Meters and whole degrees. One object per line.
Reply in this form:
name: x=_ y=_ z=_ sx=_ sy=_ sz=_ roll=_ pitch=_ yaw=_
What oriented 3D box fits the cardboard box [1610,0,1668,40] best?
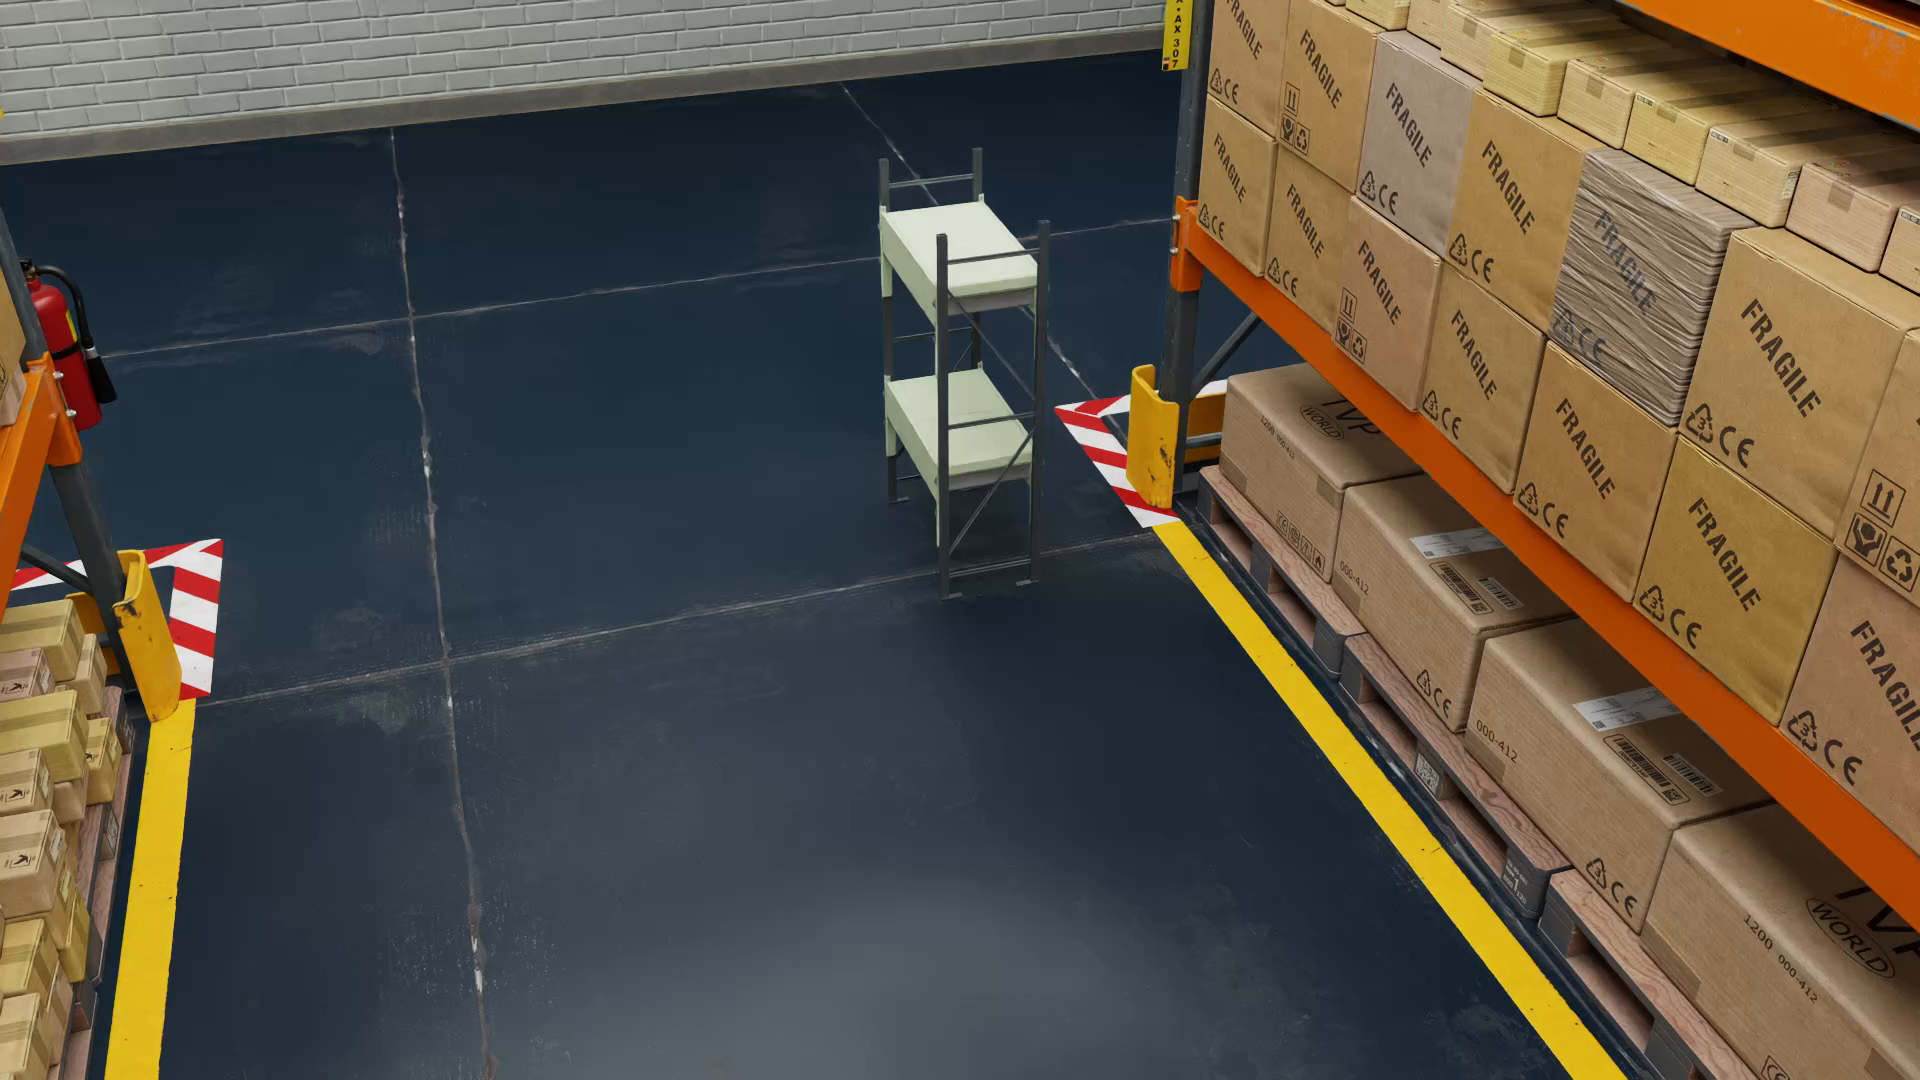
cardboard box: x=2.055 y=-1.461 z=4.654 sx=0.380 sy=0.149 sz=0.250 roll=-9 pitch=35 yaw=-14

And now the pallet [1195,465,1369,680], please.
pallet: x=1.632 y=0.023 z=6.523 sx=1.003 sy=0.211 sz=1.213 roll=-10 pitch=35 yaw=-15

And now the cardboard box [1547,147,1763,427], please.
cardboard box: x=1.816 y=-0.640 z=4.001 sx=0.500 sy=0.500 sz=0.500 roll=-10 pitch=35 yaw=-14

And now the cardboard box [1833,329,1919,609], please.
cardboard box: x=2.127 y=-0.107 z=3.193 sx=0.500 sy=0.500 sz=0.500 roll=-10 pitch=35 yaw=-15

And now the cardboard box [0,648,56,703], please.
cardboard box: x=-2.945 y=0.482 z=4.966 sx=0.380 sy=0.149 sz=0.250 roll=-9 pitch=35 yaw=-14

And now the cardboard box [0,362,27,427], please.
cardboard box: x=-3.001 y=-0.433 z=4.912 sx=0.380 sy=0.149 sz=0.250 roll=-10 pitch=35 yaw=-15

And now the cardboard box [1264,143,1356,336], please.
cardboard box: x=1.367 y=-1.027 z=5.493 sx=0.500 sy=0.500 sz=0.500 roll=-10 pitch=35 yaw=-15

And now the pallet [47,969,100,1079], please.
pallet: x=-2.764 y=1.614 z=4.116 sx=1.003 sy=0.211 sz=1.213 roll=-10 pitch=35 yaw=-15

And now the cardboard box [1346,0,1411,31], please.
cardboard box: x=1.374 y=-1.627 z=4.905 sx=0.380 sy=0.149 sz=0.250 roll=-11 pitch=35 yaw=-16

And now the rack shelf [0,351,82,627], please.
rack shelf: x=-2.760 y=0.689 z=3.639 sx=1.077 sy=0.370 sz=4.000 roll=-10 pitch=35 yaw=-15

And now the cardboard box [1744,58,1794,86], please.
cardboard box: x=2.238 y=-1.188 z=4.242 sx=0.380 sy=0.149 sz=0.250 roll=-10 pitch=35 yaw=-15

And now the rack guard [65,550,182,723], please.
rack guard: x=-3.347 y=0.421 z=5.659 sx=1.175 sy=0.500 sz=0.348 roll=-10 pitch=35 yaw=-15

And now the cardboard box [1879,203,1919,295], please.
cardboard box: x=2.093 y=-0.574 z=3.311 sx=0.380 sy=0.149 sz=0.250 roll=-10 pitch=35 yaw=-15

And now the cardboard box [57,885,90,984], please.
cardboard box: x=-2.612 y=1.116 z=4.545 sx=0.380 sy=0.149 sz=0.250 roll=-12 pitch=35 yaw=-17

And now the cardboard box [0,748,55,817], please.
cardboard box: x=-2.726 y=0.743 z=4.570 sx=0.380 sy=0.149 sz=0.250 roll=-11 pitch=35 yaw=-17

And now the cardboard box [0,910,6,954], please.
cardboard box: x=-2.617 y=1.031 z=4.134 sx=0.380 sy=0.149 sz=0.250 roll=-11 pitch=35 yaw=-16

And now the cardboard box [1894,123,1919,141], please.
cardboard box: x=2.402 y=-0.930 z=3.850 sx=0.380 sy=0.149 sz=0.250 roll=-11 pitch=35 yaw=-16

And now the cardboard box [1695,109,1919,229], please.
cardboard box: x=1.888 y=-0.829 z=3.698 sx=0.380 sy=0.149 sz=0.250 roll=-10 pitch=35 yaw=-15

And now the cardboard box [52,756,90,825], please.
cardboard box: x=-2.777 y=0.730 z=4.859 sx=0.380 sy=0.149 sz=0.250 roll=-11 pitch=35 yaw=-17

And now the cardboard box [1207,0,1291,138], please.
cardboard box: x=1.189 y=-1.706 z=5.613 sx=0.500 sy=0.500 sz=0.500 roll=-11 pitch=35 yaw=-16

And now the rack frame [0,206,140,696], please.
rack frame: x=-3.370 y=-0.661 z=5.030 sx=1.000 sy=3.000 sz=0.127 roll=-10 pitch=35 yaw=-15

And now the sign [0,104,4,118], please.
sign: x=-2.835 y=-1.359 z=4.749 sx=0.100 sy=0.325 sz=0.005 roll=-10 pitch=35 yaw=-15

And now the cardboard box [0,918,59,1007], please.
cardboard box: x=-2.546 y=1.138 z=4.242 sx=0.380 sy=0.149 sz=0.250 roll=-8 pitch=34 yaw=-12

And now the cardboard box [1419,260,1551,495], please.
cardboard box: x=1.674 y=-0.497 z=4.691 sx=0.500 sy=0.500 sz=0.500 roll=-9 pitch=34 yaw=-13

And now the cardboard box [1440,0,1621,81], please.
cardboard box: x=1.540 y=-1.360 z=4.501 sx=0.380 sy=0.149 sz=0.250 roll=-10 pitch=35 yaw=-14

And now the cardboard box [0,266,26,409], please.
cardboard box: x=-2.988 y=-0.635 z=4.629 sx=0.500 sy=0.500 sz=0.500 roll=-9 pitch=35 yaw=-14

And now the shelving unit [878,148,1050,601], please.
shelving unit: x=0.002 y=-0.622 z=6.331 sx=0.431 sy=1.500 sz=0.755 roll=-10 pitch=35 yaw=-15

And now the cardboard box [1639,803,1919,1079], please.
cardboard box: x=2.444 y=1.099 z=4.309 sx=0.875 sy=0.438 sz=0.875 roll=-11 pitch=35 yaw=-15

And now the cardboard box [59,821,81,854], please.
cardboard box: x=-2.837 y=0.865 z=4.925 sx=0.380 sy=0.149 sz=0.250 roll=-10 pitch=35 yaw=-15

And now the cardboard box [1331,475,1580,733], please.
cardboard box: x=1.897 y=0.156 z=5.737 sx=0.875 sy=0.438 sz=0.875 roll=-9 pitch=35 yaw=-13

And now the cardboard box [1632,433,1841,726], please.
cardboard box: x=1.987 y=0.042 z=3.875 sx=0.500 sy=0.500 sz=0.500 roll=-11 pitch=35 yaw=-16

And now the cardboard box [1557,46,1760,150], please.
cardboard box: x=1.718 y=-1.093 z=4.097 sx=0.380 sy=0.149 sz=0.250 roll=-10 pitch=35 yaw=-15

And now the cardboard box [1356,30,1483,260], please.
cardboard box: x=1.517 y=-1.167 z=4.797 sx=0.500 sy=0.500 sz=0.500 roll=-10 pitch=35 yaw=-15

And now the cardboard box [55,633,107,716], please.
cardboard box: x=-2.937 y=0.458 z=5.271 sx=0.380 sy=0.149 sz=0.250 roll=-11 pitch=35 yaw=-16

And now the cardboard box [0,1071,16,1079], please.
cardboard box: x=-2.384 y=1.411 z=3.828 sx=0.380 sy=0.149 sz=0.250 roll=-10 pitch=35 yaw=-15

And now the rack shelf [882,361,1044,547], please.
rack shelf: x=0.002 y=-0.350 z=6.511 sx=0.431 sy=0.370 sz=0.720 roll=-10 pitch=35 yaw=-15

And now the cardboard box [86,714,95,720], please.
cardboard box: x=-3.011 y=0.594 z=5.335 sx=0.380 sy=0.149 sz=0.250 roll=-9 pitch=35 yaw=-14

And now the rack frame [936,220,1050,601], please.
rack frame: x=0.114 y=-0.430 z=6.040 sx=0.400 sy=1.500 sz=0.023 roll=-10 pitch=35 yaw=-15

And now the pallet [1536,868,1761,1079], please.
pallet: x=2.376 y=1.304 z=4.585 sx=1.003 sy=0.211 sz=1.213 roll=-10 pitch=35 yaw=-15
